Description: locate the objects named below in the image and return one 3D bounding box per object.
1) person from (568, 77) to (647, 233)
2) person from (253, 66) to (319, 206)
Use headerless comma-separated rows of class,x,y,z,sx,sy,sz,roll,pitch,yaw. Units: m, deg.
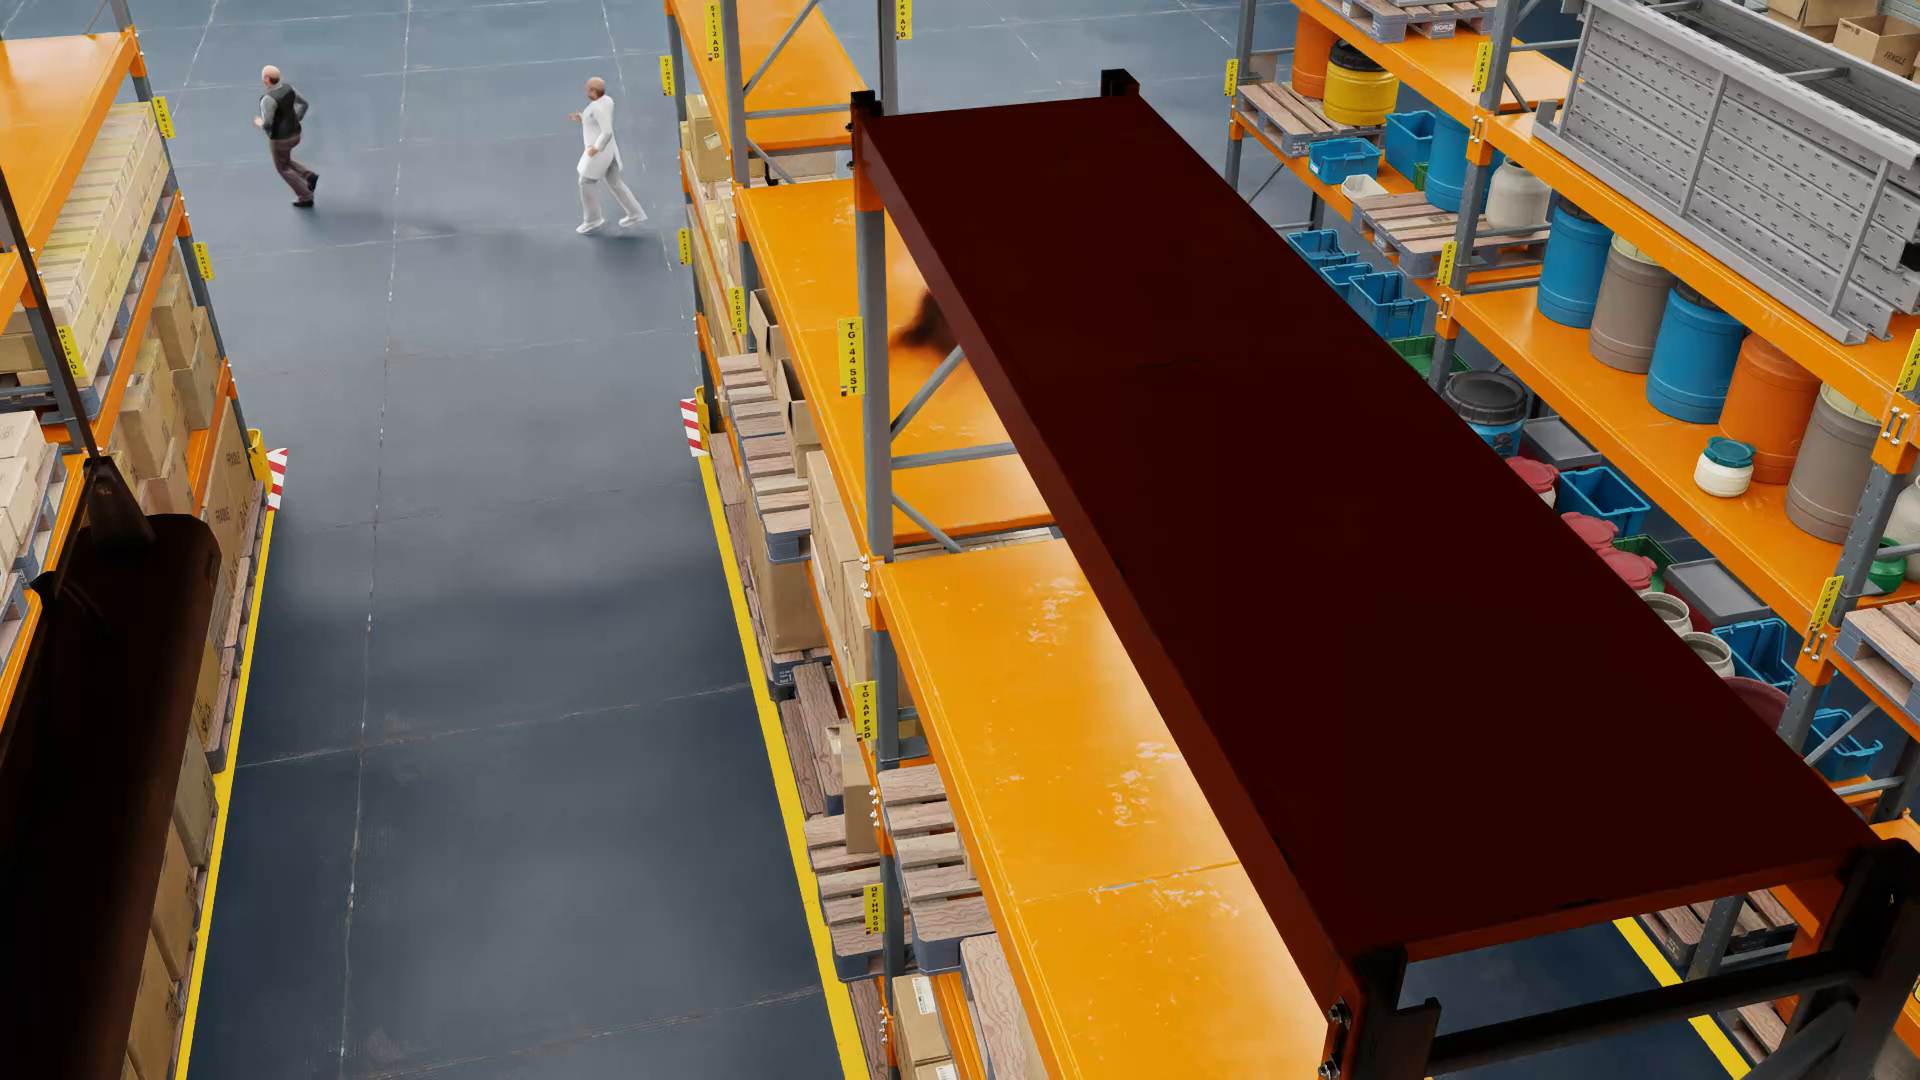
person,-4.032,-4.335,18.829,0.851,1.833,0.692,9,35,12
person,-7.984,-4.758,19.554,0.566,1.682,0.650,8,35,12
